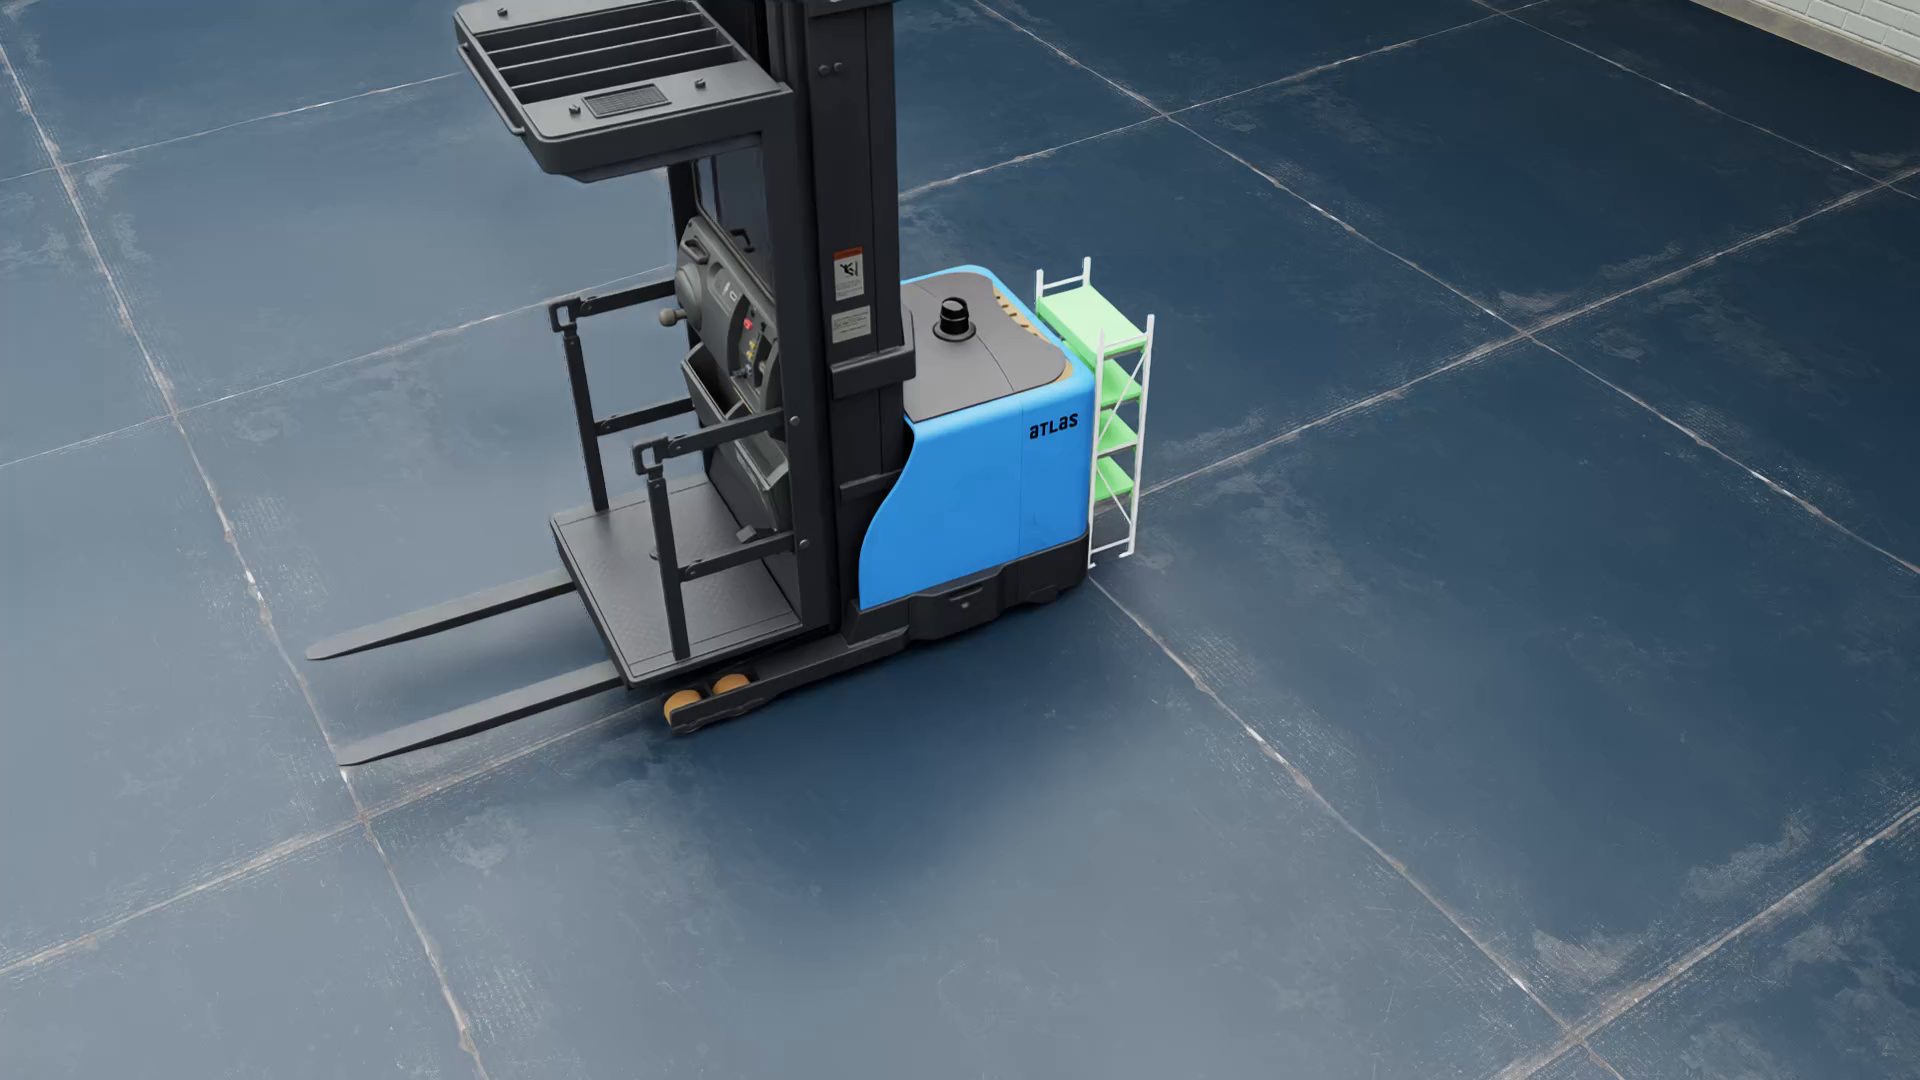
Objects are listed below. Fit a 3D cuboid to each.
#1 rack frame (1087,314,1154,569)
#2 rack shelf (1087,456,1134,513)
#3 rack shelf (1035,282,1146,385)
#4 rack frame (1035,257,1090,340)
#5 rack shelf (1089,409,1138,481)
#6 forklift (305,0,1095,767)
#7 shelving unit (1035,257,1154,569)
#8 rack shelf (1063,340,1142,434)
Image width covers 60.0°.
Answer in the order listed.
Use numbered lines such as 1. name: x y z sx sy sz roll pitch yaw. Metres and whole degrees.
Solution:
1. rack frame: 0.639 -0.372 6.759 0.240 1.200 0.015 -18 43 -20
2. rack shelf: 0.529 -0.278 7.121 0.258 0.148 0.480 -18 43 -20
3. rack shelf: 0.529 -0.831 6.660 0.258 0.148 0.480 -18 43 -20
4. rack frame: 0.419 -0.651 7.094 0.240 1.200 0.015 -18 43 -20
5. rack shelf: 0.529 -0.463 6.968 0.258 0.148 0.480 -18 43 -20
6. forklift: -1.018 -0.776 5.891 3.031 2.935 1.130 -18 43 -20
7. shelving unit: 0.529 -0.512 6.927 0.258 1.200 0.503 -18 43 -20
8. rack shelf: 0.529 -0.647 6.814 0.258 0.148 0.480 -18 43 -20
